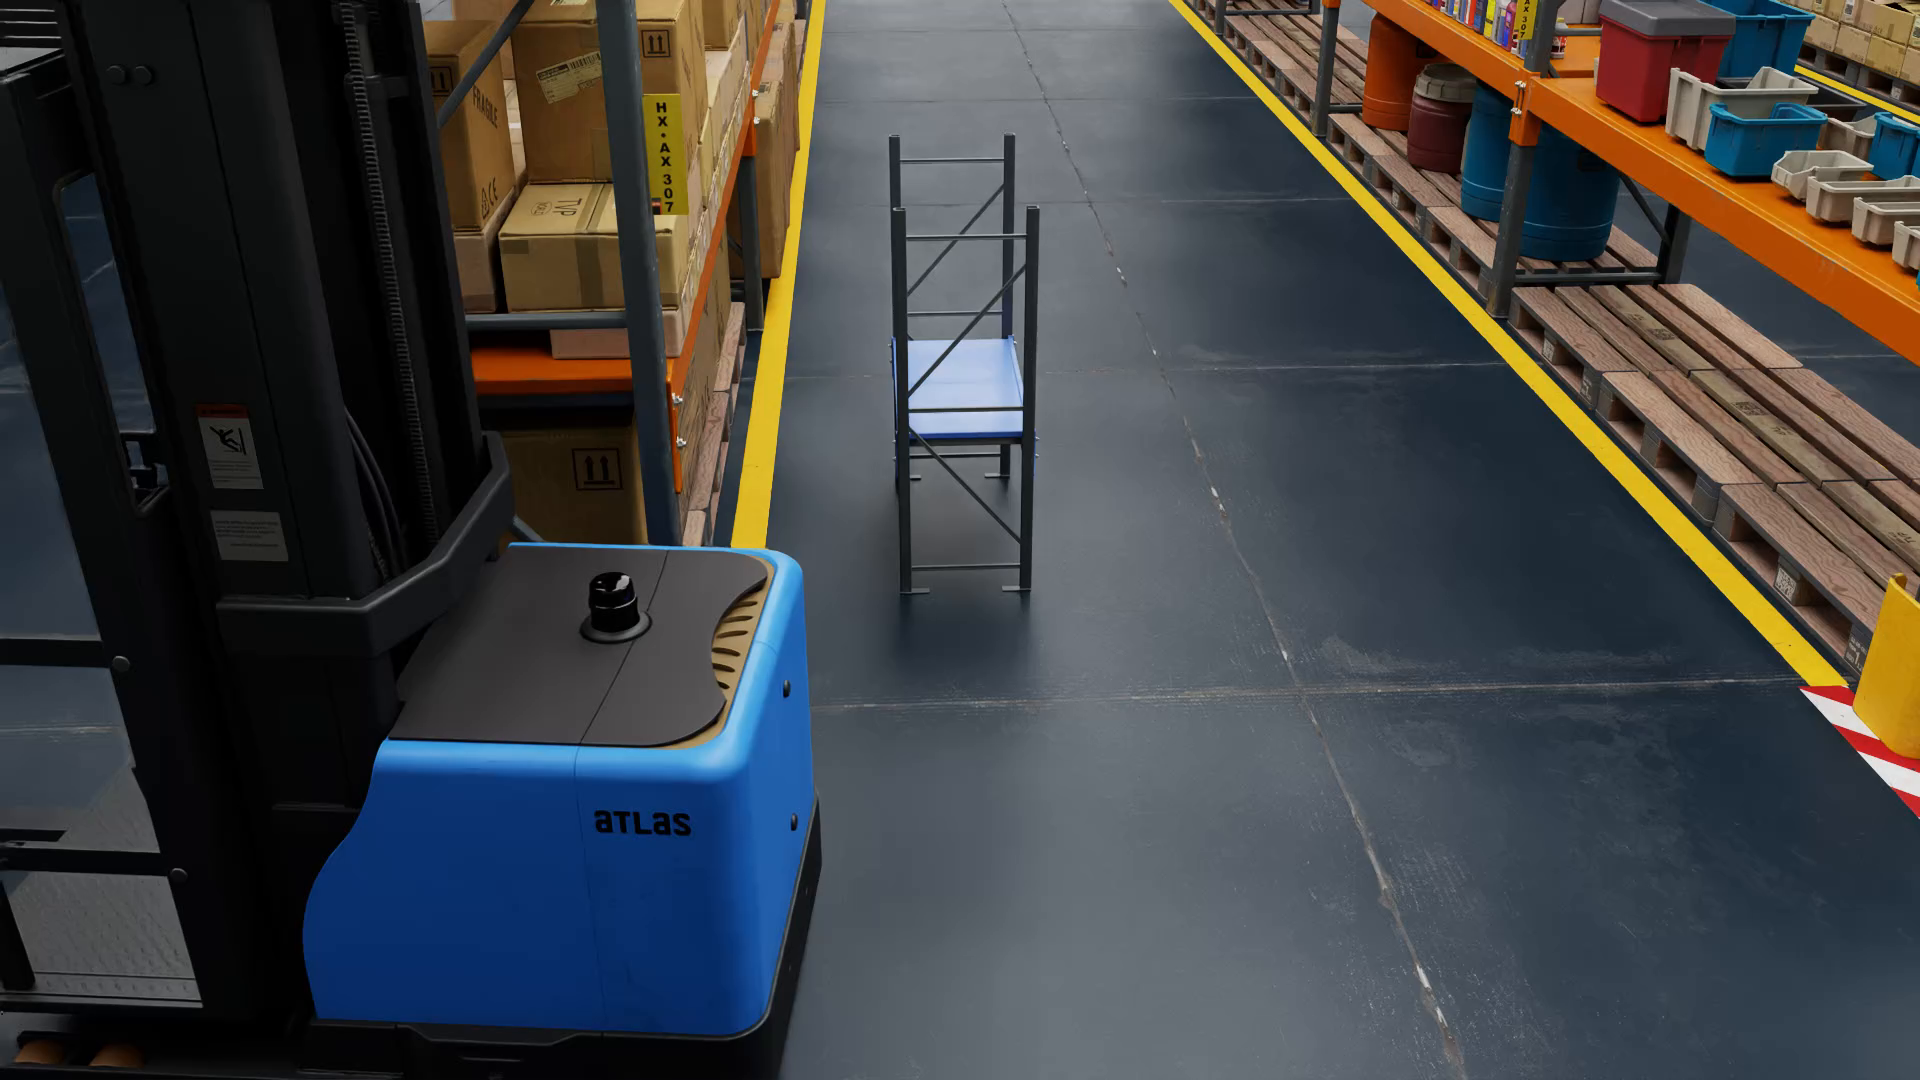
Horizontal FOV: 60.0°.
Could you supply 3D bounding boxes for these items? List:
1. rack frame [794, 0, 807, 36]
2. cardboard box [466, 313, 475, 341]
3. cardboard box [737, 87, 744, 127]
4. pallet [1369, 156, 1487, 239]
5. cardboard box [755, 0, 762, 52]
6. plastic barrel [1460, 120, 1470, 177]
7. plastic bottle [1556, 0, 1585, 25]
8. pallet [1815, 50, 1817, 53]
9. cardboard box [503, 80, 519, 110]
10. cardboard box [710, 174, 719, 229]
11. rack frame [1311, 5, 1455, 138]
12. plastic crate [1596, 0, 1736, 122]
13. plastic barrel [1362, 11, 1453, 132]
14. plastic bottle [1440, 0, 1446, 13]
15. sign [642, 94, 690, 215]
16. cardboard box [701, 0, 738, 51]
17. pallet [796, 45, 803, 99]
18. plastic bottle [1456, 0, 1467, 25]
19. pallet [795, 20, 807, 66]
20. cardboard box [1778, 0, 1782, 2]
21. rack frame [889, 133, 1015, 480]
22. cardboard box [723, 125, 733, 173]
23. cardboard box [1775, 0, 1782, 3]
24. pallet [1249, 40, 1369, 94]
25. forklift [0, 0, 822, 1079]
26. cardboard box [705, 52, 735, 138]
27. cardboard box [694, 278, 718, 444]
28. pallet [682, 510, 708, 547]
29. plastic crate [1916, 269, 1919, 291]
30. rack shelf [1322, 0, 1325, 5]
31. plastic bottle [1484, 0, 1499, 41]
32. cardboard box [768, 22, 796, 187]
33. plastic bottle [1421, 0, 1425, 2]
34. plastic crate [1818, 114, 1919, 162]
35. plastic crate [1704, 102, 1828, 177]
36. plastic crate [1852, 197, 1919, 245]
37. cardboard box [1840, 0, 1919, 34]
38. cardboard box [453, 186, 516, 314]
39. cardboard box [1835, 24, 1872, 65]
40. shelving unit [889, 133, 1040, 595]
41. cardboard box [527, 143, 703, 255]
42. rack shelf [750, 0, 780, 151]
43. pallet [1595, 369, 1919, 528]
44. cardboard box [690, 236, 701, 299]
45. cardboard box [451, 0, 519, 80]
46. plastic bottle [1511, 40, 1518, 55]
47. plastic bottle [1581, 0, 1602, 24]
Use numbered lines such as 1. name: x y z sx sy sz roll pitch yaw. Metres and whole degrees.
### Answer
1. rack frame: -1.969 -6.144 15.286 1.000 3.000 0.127 -1 28 -3
2. cardboard box: -1.690 -0.647 5.019 0.380 0.149 0.250 -1 28 -2
3. cardboard box: -1.182 -1.967 7.550 0.380 0.149 0.250 -2 28 -4
4. pallet: 3.329 -2.254 10.844 1.003 0.211 1.213 -1 28 -3
5. cardboard box: -1.353 -2.944 9.043 0.500 0.500 0.500 -1 28 -3
6. plastic barrel: 3.406 -2.493 10.523 0.421 0.512 0.421 0 28 0
7. plastic bottle: 3.551 -3.161 9.700 0.152 0.276 0.135 -1 28 -3
8. pallet: 8.001 -4.805 15.735 1.003 0.211 1.213 -1 28 -3
9. cardboard box: -1.717 -1.594 6.404 0.500 0.250 0.500 -1 28 -3
10. cardboard box: -1.101 -1.256 6.186 0.380 0.149 0.250 -2 28 -3
11. rack frame: 3.186 -4.416 11.973 1.000 3.000 0.127 -1 28 -3
12. plastic crate: 3.191 -2.205 7.601 0.402 0.464 0.583 -1 28 -3
13. plastic barrel: 3.228 -3.414 11.946 0.600 0.830 0.708 -1 28 -3
14. plastic bottle: 2.953 -3.279 10.007 0.097 0.201 0.097 0 28 0
15. sign: -0.788 -1.031 4.462 0.100 0.325 0.005 -1 28 -3
16. cardboard box: -1.239 -2.410 7.156 0.500 0.500 0.500 -1 28 -2
17. pallet: -1.861 -3.983 14.158 1.003 0.211 1.213 -1 28 -3
18. plastic bottle: 2.999 -3.152 9.683 0.152 0.276 0.135 -1 28 -3
19. pallet: -1.927 -4.548 15.241 1.003 0.211 1.213 -1 28 -3
20. cardboard box: 7.717 -5.169 15.329 0.500 0.311 0.500 -2 28 -3
21. rack frame: -0.031 -0.939 6.929 0.500 1.500 0.032 -1 28 -3
22. cardboard box: -1.141 -1.611 6.868 0.380 0.149 0.250 -2 28 -3
23. cardboard box: 7.723 -4.920 15.458 0.500 0.250 0.500 -1 28 -1
24. pallet: 3.123 -4.100 14.383 1.003 0.211 1.213 -1 28 -3
25. forklift: -1.936 -0.144 3.857 3.031 2.935 1.130 2 28 3
26. cardboard box: -1.210 -1.842 6.879 0.500 0.250 0.500 -1 28 -2
27. cardboard box: -1.550 -0.971 7.211 0.875 0.875 0.875 -1 28 -3
28. pallet: -1.463 0.267 6.010 1.003 0.211 1.213 -1 28 -3
29. plastic crate: 3.399 -0.914 5.155 0.616 0.435 0.499 -1 28 -3
30. rack shelf: 3.081 -5.021 13.910 1.077 0.370 4.000 -1 28 -3
31. plastic bottle: 3.020 -2.963 9.242 0.144 0.351 0.185 -1 28 -3
32. cardboard box: -1.706 -2.809 10.737 1.225 0.875 0.875 -1 28 -2
33. plastic bottle: 2.958 -3.513 10.376 0.152 0.276 0.135 -1 28 -3
34. plastic crate: 3.786 -1.682 6.951 0.293 0.136 0.466 -1 28 -3
35. plastic crate: 3.240 -1.616 6.721 0.416 0.233 0.300 -1 28 -3
36. plastic crate: 3.379 -1.138 5.908 0.396 0.136 0.243 -1 28 -3
37. cardboard box: 7.802 -4.459 13.968 0.500 0.311 0.500 -2 28 -3
38. cardboard box: -1.633 -0.885 5.043 0.500 0.250 0.500 -2 28 -3
39. cardboard box: 7.808 -4.208 14.094 0.500 0.250 0.500 -1 28 -1
40. shelving unit: -0.004 -0.704 6.479 0.538 1.500 1.048 -1 28 -3
41. cardboard box: -1.132 -1.135 5.524 0.500 0.250 0.500 -2 28 -3
42. rack shelf: -1.656 -3.054 10.139 1.077 0.370 4.000 -1 28 -3
43. pallet: 3.538 -0.429 7.344 1.003 0.211 1.213 -1 28 -3
44. cardboard box: -1.060 -0.899 5.502 0.380 0.149 0.250 -2 28 -4
45. cardboard box: -1.732 -2.152 6.662 0.500 0.500 0.500 -2 28 -4
46. plastic bottle: 3.018 -2.708 8.913 0.097 0.201 0.097 0 28 0
47. plastic bottle: 3.702 -3.164 9.707 0.152 0.276 0.135 -1 28 -3
